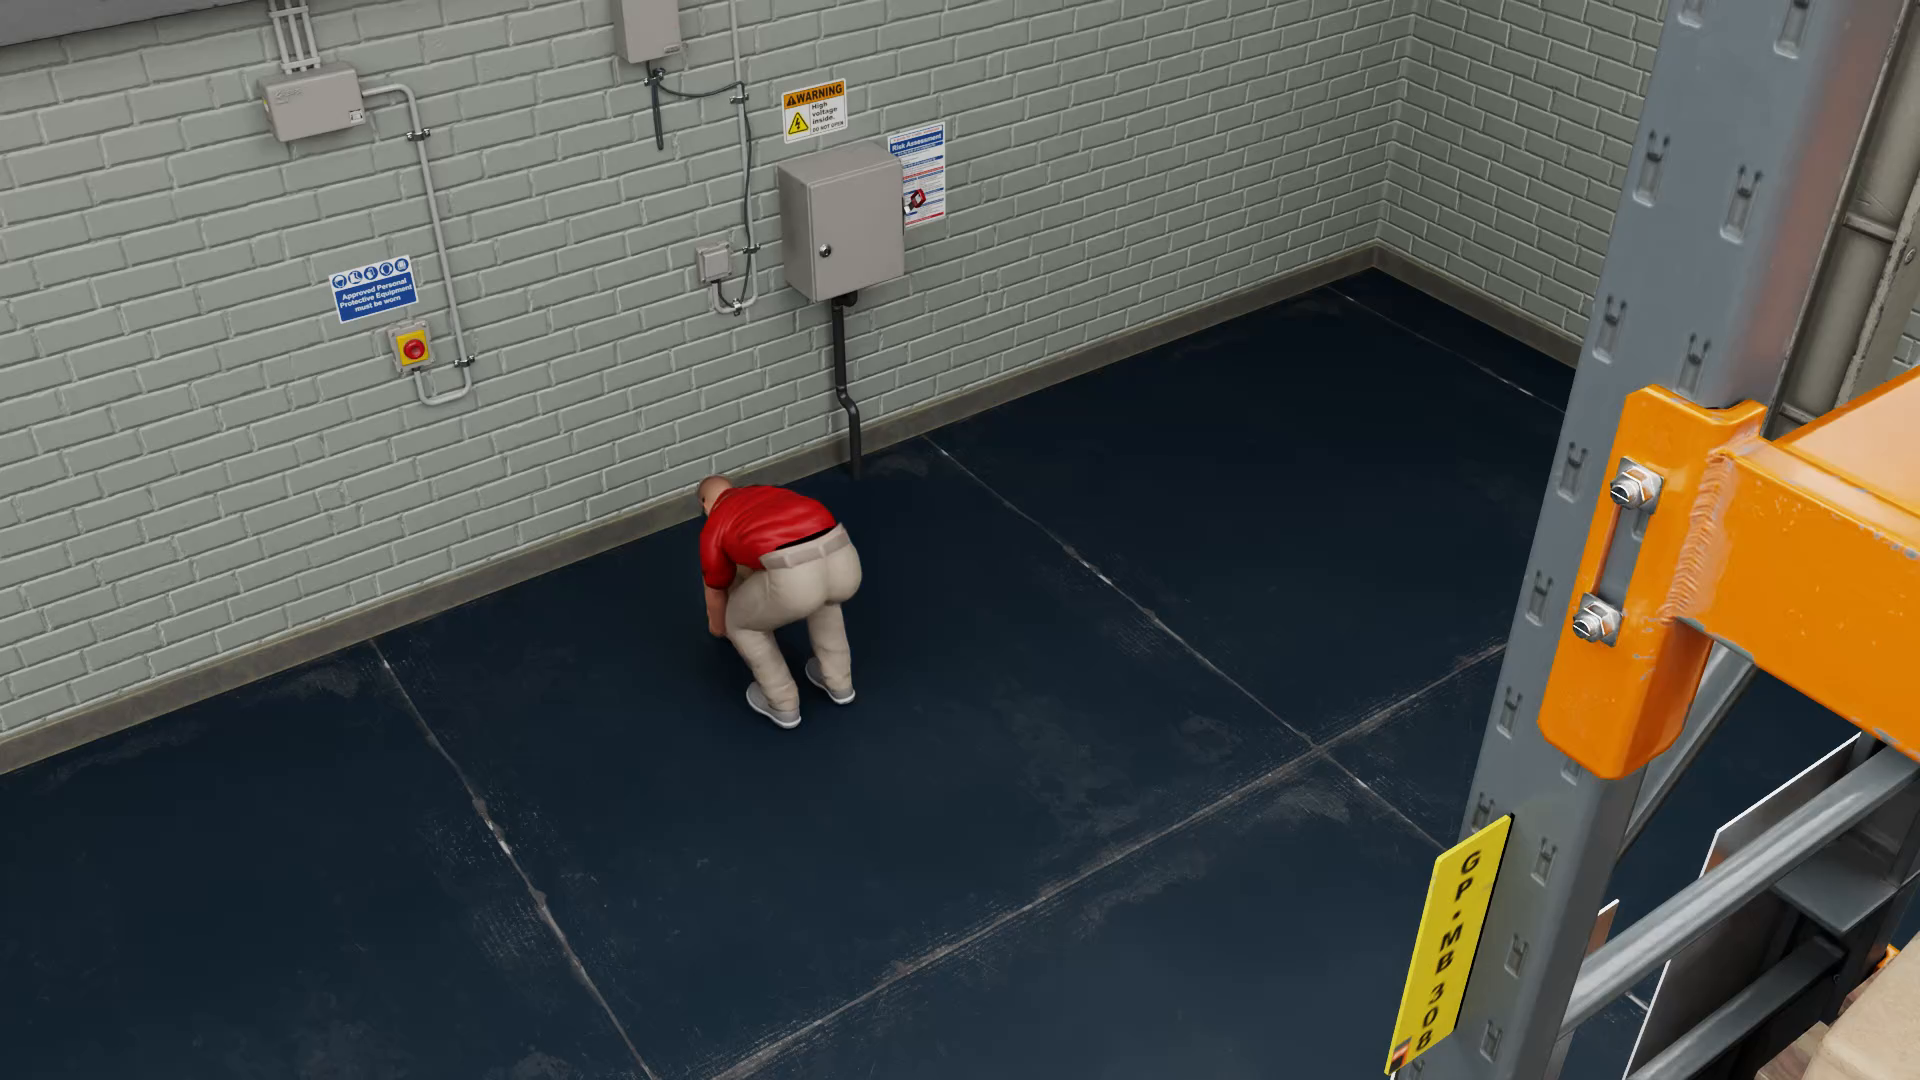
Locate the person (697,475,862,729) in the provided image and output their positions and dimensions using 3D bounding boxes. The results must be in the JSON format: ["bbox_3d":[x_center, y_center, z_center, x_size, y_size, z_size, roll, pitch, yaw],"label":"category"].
[{"bbox_3d":[-0.796,0.200,7.026,0.528,0.974,0.958,-25,43,-30],"label":"person"}]
